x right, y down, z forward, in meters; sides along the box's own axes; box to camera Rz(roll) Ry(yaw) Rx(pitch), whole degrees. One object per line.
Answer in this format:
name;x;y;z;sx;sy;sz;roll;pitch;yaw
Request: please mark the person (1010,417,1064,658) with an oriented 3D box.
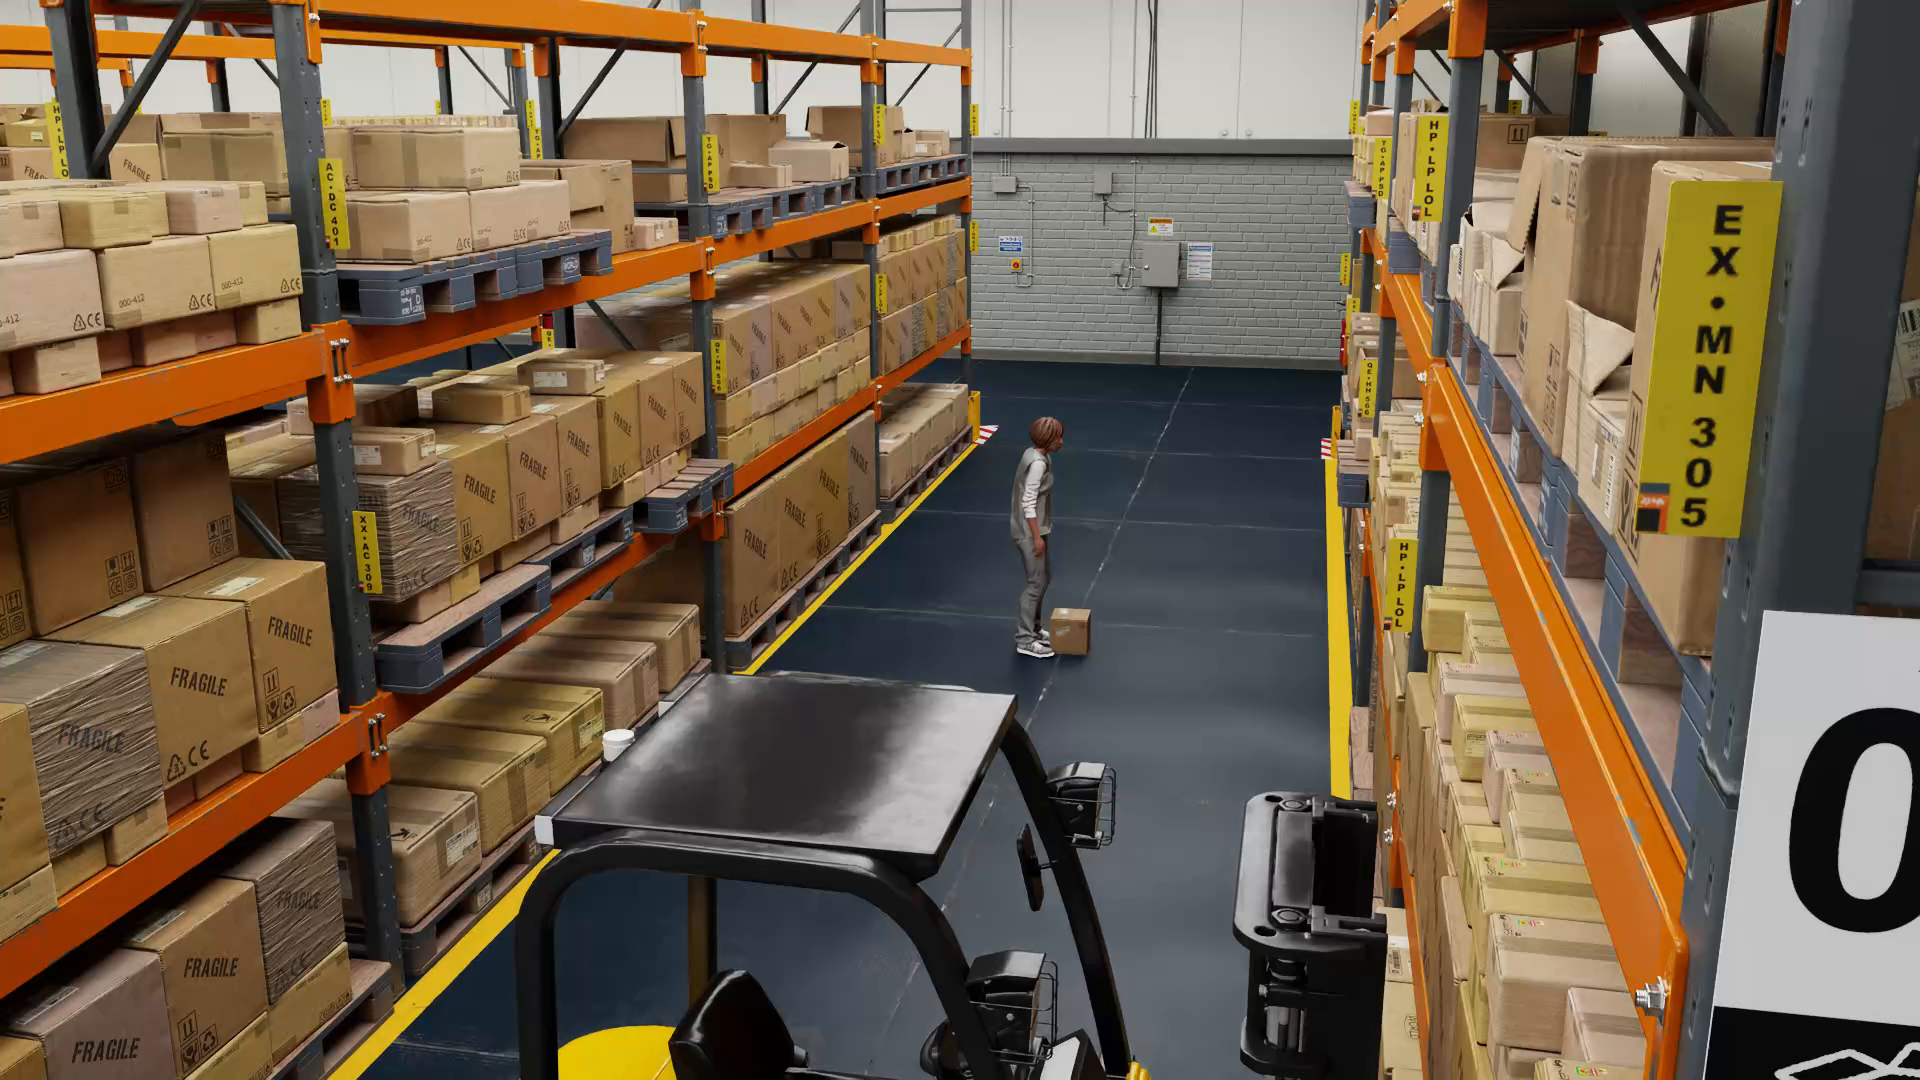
person;0.510;-0.037;11.177;0.343;1.592;0.484;2;15;8
